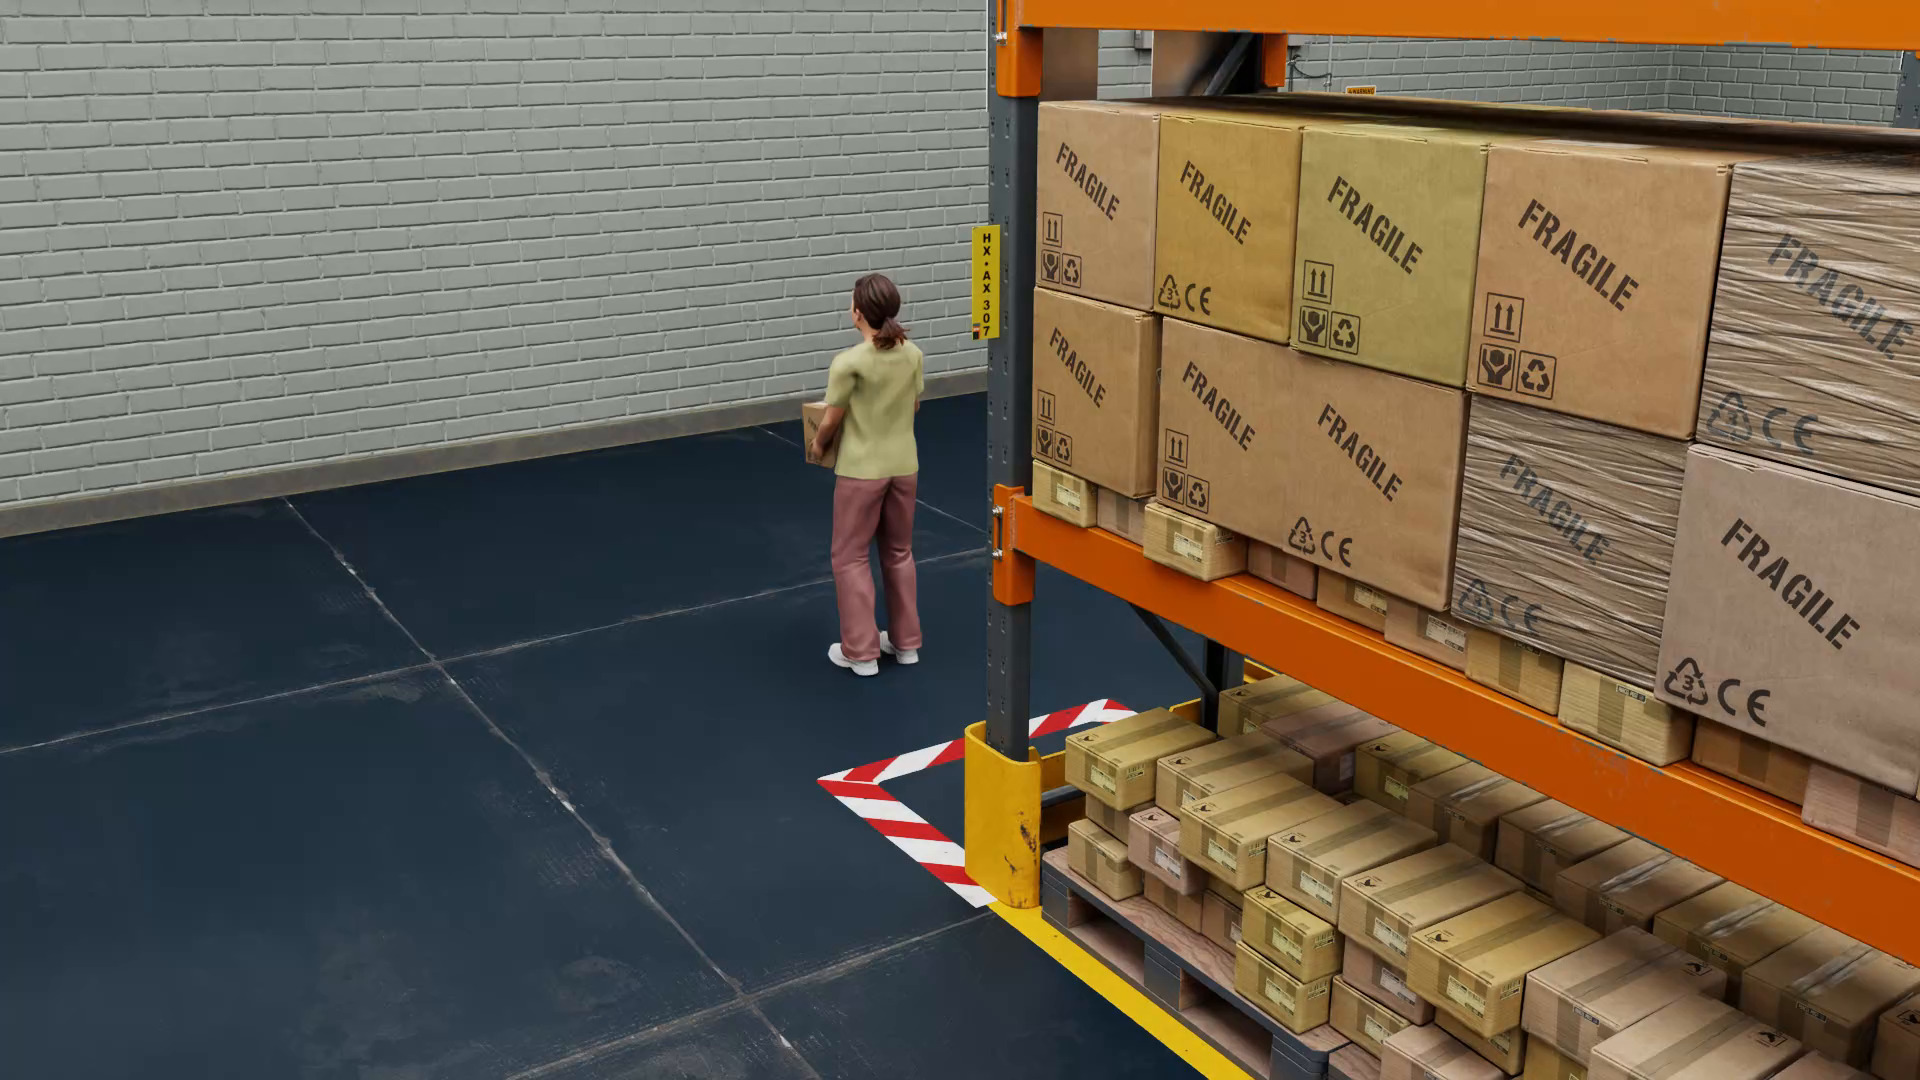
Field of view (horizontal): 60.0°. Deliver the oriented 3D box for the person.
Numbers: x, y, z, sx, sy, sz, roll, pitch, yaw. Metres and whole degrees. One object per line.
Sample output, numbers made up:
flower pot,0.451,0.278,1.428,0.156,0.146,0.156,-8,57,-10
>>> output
person,-0.383,-0.278,6.903,0.456,1.673,0.511,-12,22,-32
